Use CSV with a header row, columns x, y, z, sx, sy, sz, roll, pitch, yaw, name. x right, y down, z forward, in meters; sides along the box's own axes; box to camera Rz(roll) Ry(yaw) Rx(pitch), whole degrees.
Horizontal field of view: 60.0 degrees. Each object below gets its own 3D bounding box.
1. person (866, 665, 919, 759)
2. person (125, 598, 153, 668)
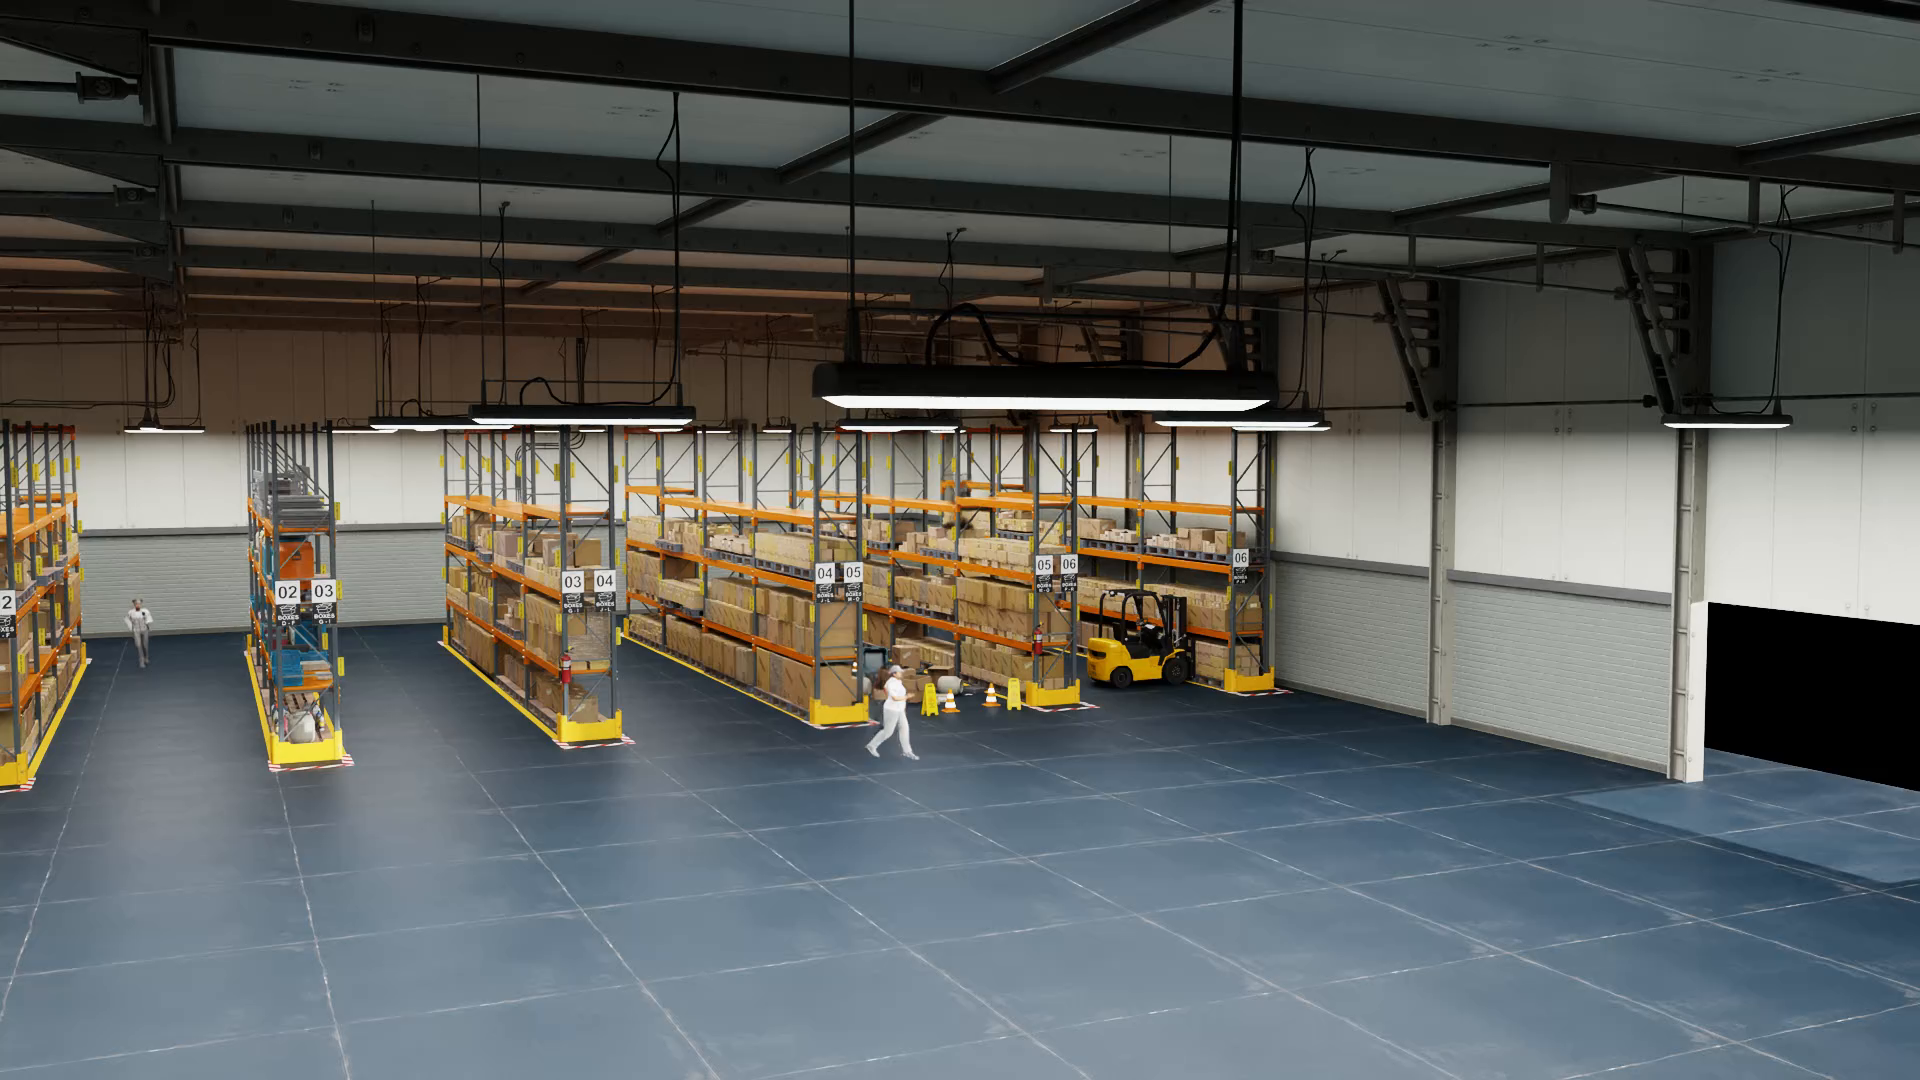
x,y,z,sx,sy,sz,roll,pitch,yaw,name
-1.190,3.038,29.329,0.933,1.662,0.598,1,4,10,person
-20.379,2.297,41.317,0.618,1.713,0.811,-2,4,-28,person
